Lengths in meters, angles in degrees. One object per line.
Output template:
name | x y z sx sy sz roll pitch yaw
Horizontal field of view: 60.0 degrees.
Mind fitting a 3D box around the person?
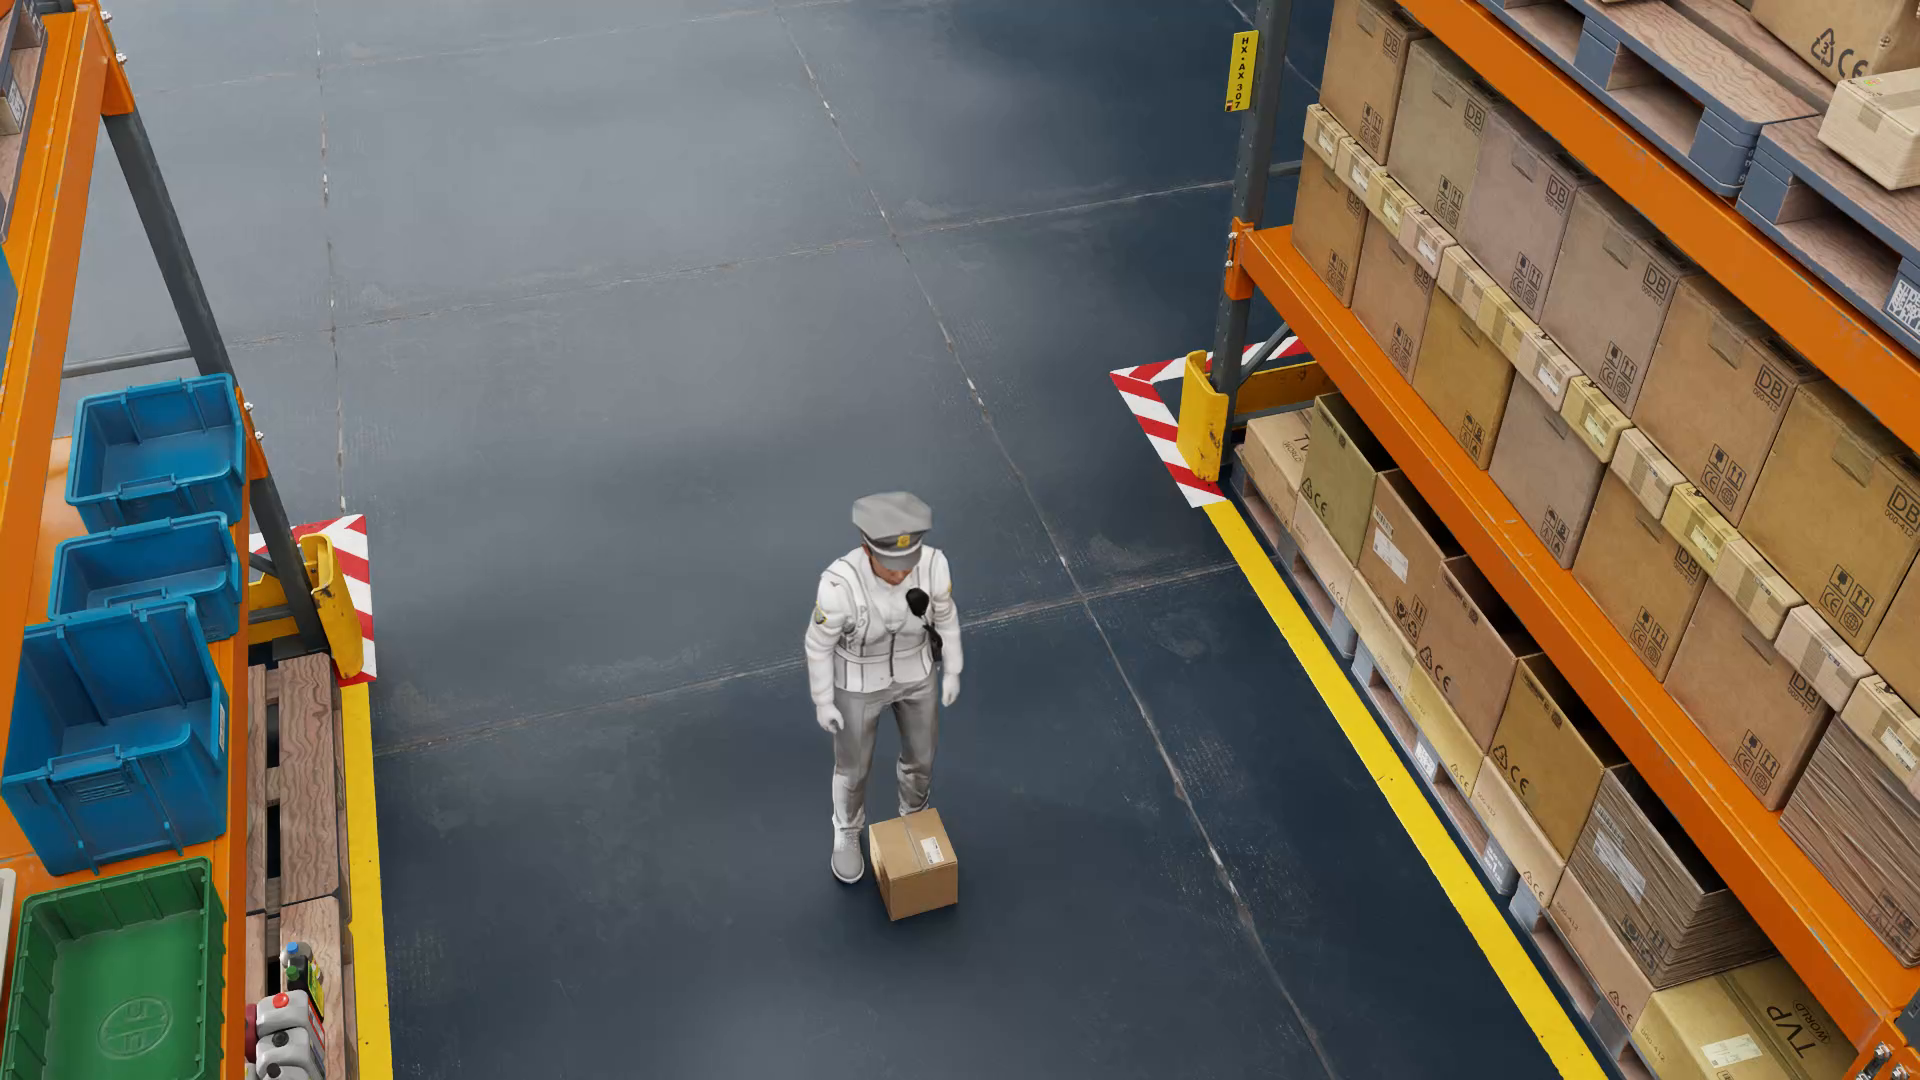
person | -0.244 0.487 5.626 0.532 1.663 0.378 -12 44 -13
